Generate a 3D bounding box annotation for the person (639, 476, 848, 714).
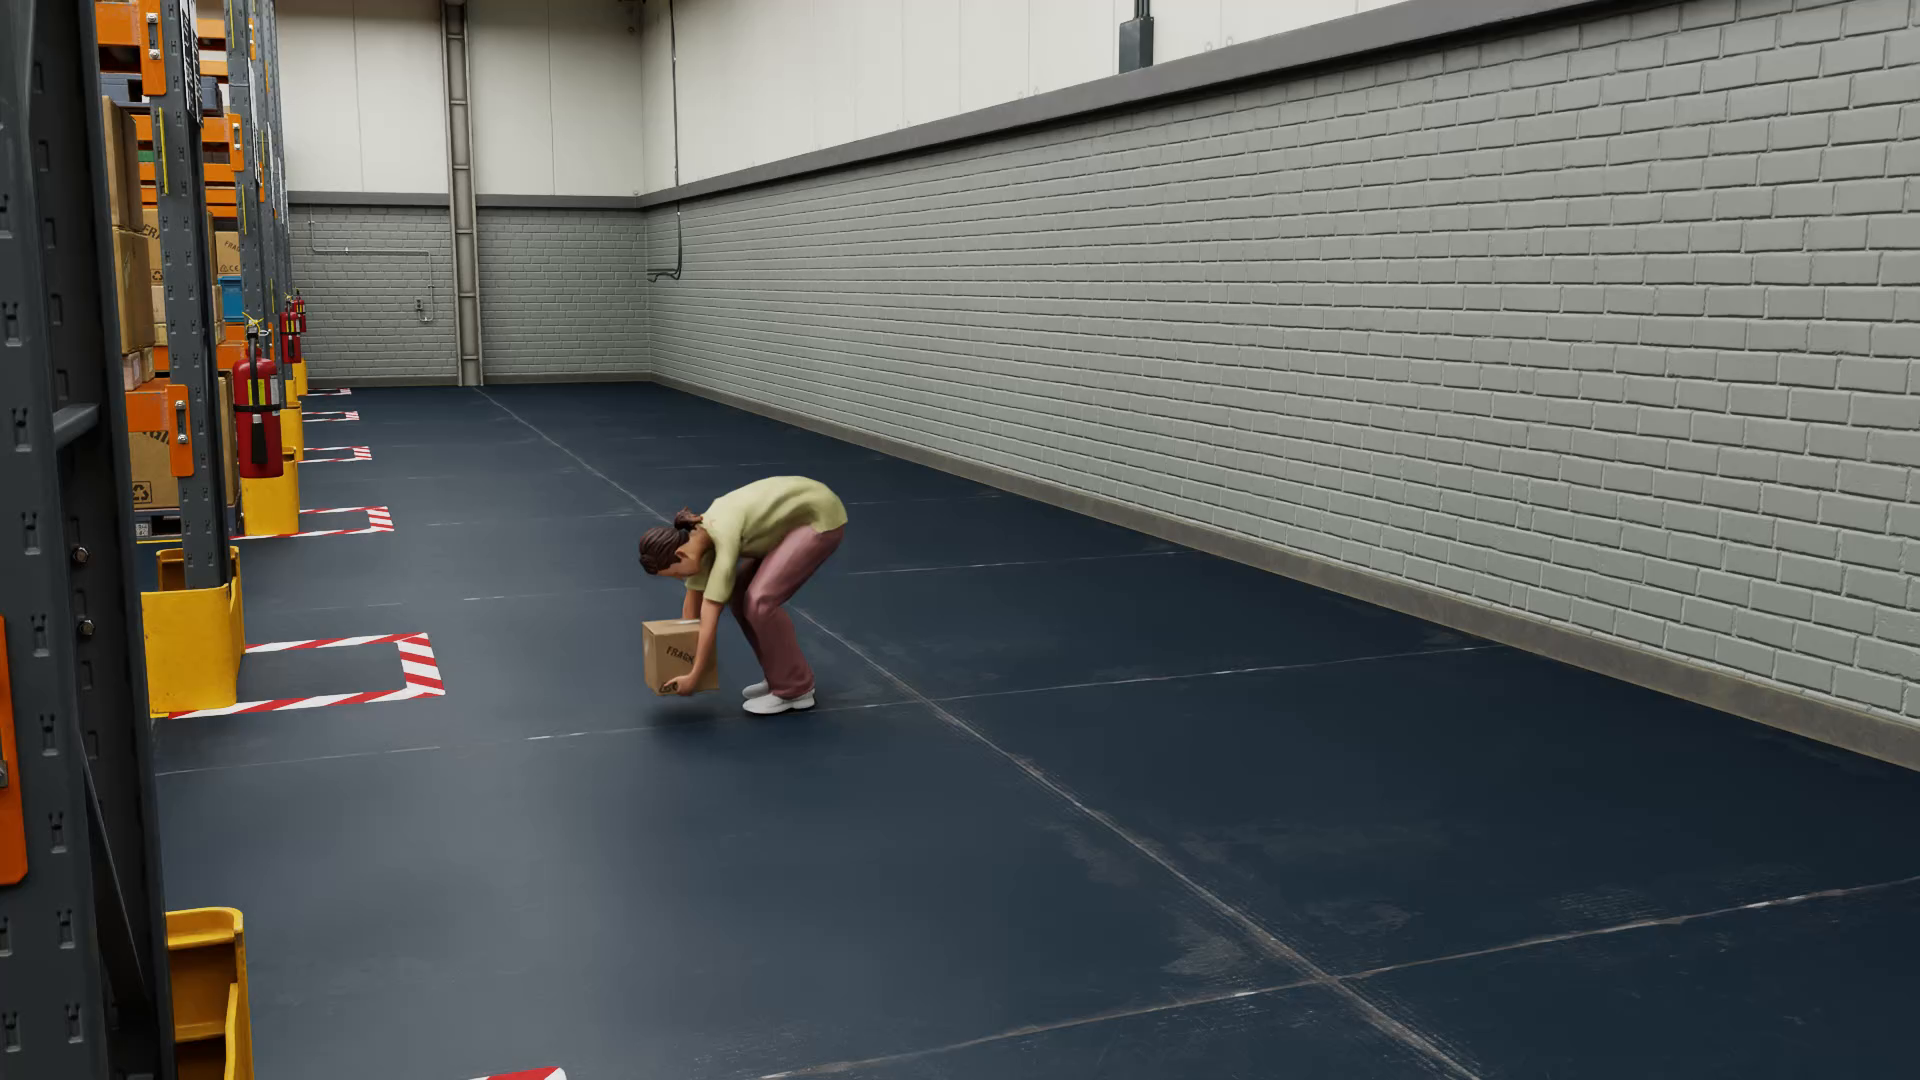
[{"bbox_3d":[-0.879,0.226,6.765,0.855,0.947,0.450,-4,10,-24],"label":"person"}]
